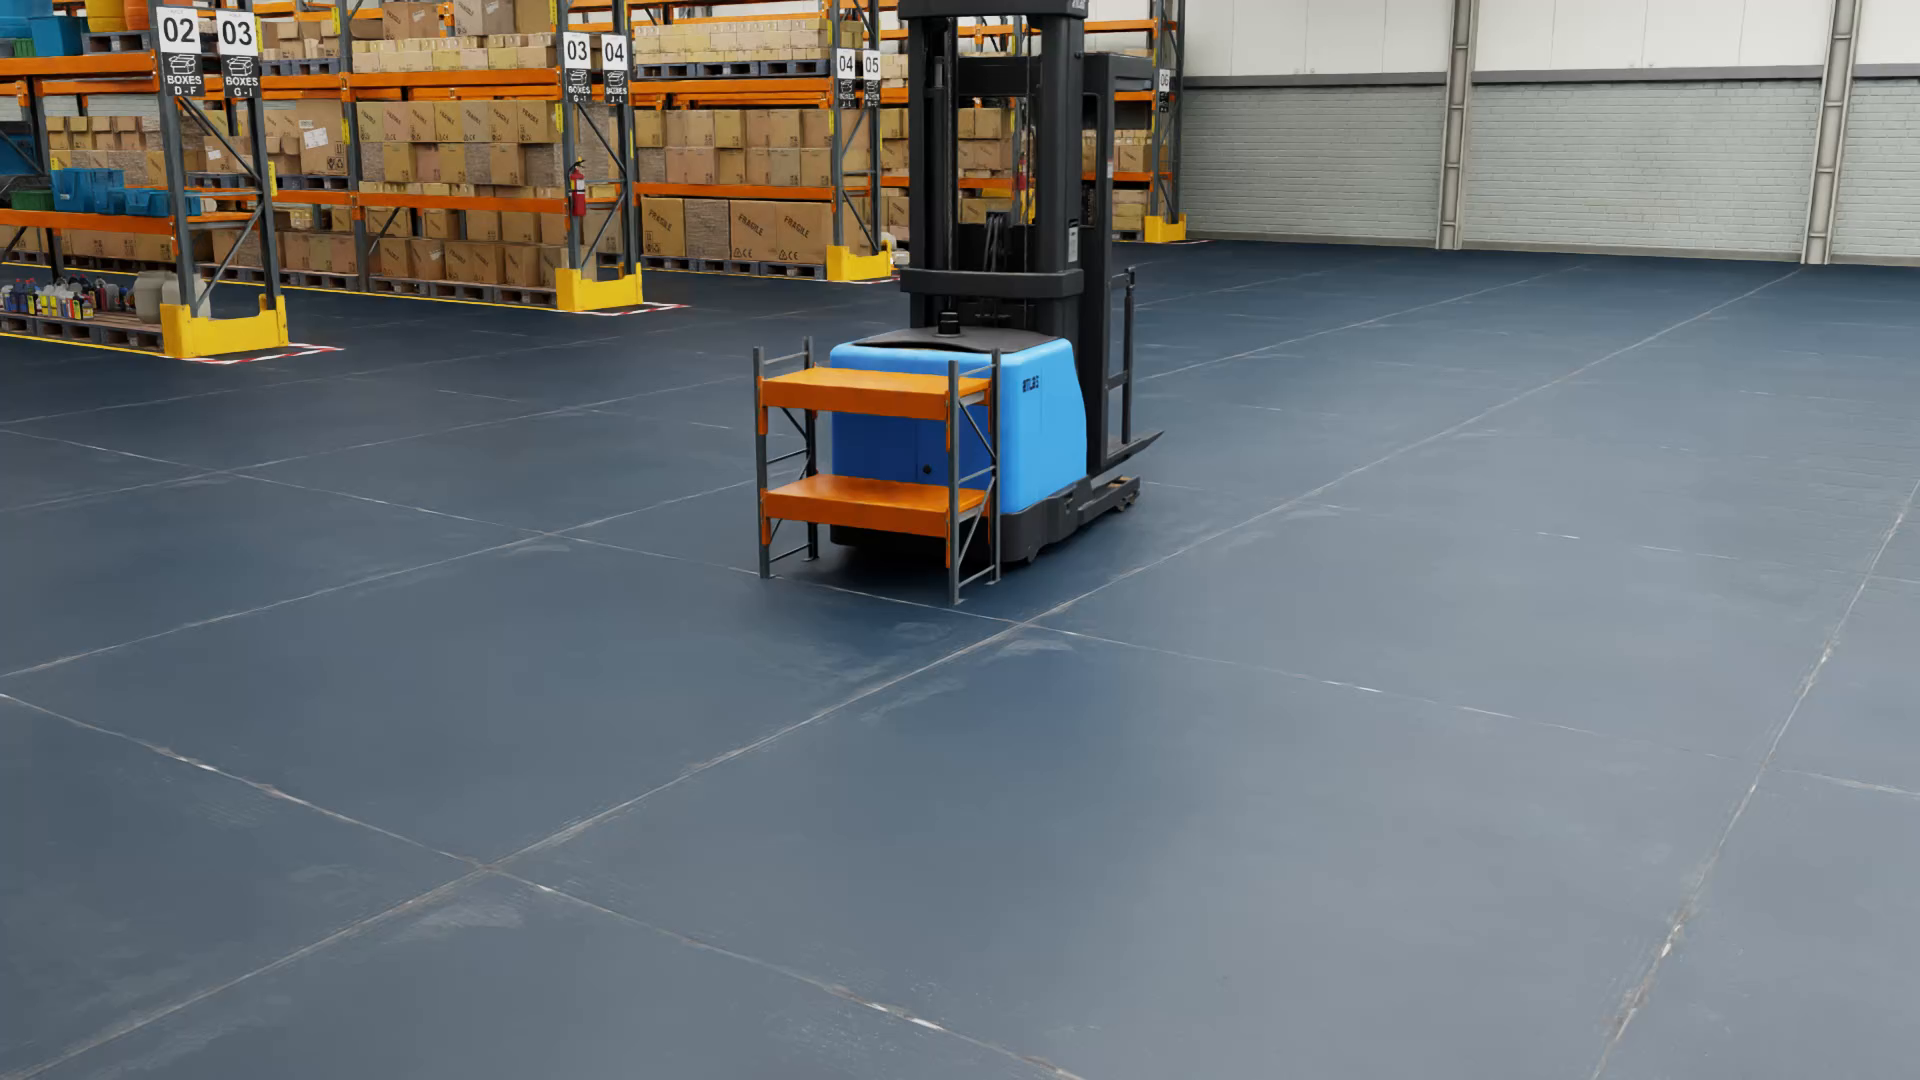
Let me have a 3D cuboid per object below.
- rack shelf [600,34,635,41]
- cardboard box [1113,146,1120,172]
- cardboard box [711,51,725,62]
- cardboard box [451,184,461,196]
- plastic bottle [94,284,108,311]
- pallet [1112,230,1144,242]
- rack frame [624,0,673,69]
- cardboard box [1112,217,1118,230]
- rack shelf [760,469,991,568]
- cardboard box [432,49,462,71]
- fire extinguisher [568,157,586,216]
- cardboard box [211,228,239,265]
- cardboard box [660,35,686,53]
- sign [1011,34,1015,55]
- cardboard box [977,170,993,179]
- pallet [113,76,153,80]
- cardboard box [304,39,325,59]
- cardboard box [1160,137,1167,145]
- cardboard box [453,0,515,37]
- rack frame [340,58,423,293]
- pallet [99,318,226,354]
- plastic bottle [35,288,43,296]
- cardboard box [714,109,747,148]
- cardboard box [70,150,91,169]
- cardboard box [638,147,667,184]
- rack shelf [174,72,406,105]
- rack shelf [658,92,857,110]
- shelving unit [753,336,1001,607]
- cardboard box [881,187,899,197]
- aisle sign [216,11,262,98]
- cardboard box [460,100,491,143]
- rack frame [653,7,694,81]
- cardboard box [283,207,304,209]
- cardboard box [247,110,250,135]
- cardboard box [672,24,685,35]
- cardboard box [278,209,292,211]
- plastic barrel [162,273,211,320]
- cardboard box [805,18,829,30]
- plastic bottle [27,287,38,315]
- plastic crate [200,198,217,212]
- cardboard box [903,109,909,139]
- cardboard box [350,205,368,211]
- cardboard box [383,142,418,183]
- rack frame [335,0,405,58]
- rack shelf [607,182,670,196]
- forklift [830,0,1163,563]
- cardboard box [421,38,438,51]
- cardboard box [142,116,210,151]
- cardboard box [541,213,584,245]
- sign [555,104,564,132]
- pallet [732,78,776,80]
[{"bbox_3d":[-7.656,-11.710,38.904,4.000,0.370,1.077,9,17,33],"label":"rack shelf"},{"bbox_3d":[2.981,-7.405,32.285,0.500,0.500,0.500,10,17,35],"label":"cardboard box"},{"bbox_3d":[-3.430,-7.083,24.391,0.250,0.149,0.380,9,17,34],"label":"cardboard box"},{"bbox_3d":[-6.161,-4.408,20.909,0.250,0.149,0.380,9,17,33],"label":"cardboard box"},{"bbox_3d":[-9.224,-2.607,17.849,0.133,0.283,0.061,9,17,33],"label":"plastic bottle"},{"bbox_3d":[3.303,-6.012,32.669,1.213,0.211,1.003,9,17,33],"label":"pallet"},{"bbox_3d":[-4.804,-8.729,25.358,0.127,3.000,1.000,9,17,33],"label":"rack frame"},{"bbox_3d":[2.987,-6.209,32.511,0.500,0.250,0.500,9,17,33],"label":"cardboard box"},{"bbox_3d":[-0.387,-0.113,7.957,1.000,0.278,0.538,7,15,25],"label":"rack shelf"},{"bbox_3d":[-6.136,-5.905,20.506,0.500,0.250,0.500,9,16,32],"label":"cardboard box"},{"bbox_3d":[-4.499,-4.160,19.547,0.183,0.674,0.296,9,17,33],"label":"fire extinguisher"},{"bbox_3d":[-10.408,-4.292,24.206,0.500,0.500,0.700,8,16,30],"label":"cardboard box"},{"bbox_3d":[-4.135,-7.408,24.875,0.500,0.250,0.500,9,17,32],"label":"cardboard box"},{"bbox_3d":[0.867,-8.059,27.050,0.005,0.325,0.100,9,17,33],"label":"sign"},{"bbox_3d":[0.492,-6.178,28.062,0.250,0.149,0.380,9,16,32],"label":"cardboard box"},{"bbox_3d":[-11.539,-6.818,24.274,1.003,0.211,1.213,10,17,35],"label":"pallet"},{"bbox_3d":[-8.492,-6.542,22.172,0.258,0.266,0.396,10,17,35],"label":"cardboard box"},{"bbox_3d":[3.824,-7.732,32.256,0.250,0.149,0.380,9,16,31],"label":"cardboard box"},{"bbox_3d":[-5.764,-6.354,20.139,0.500,0.500,0.500,9,17,33],"label":"cardboard box"},{"bbox_3d":[-7.656,-4.841,22.138,0.127,3.000,1.000,9,17,33],"label":"rack frame"},{"bbox_3d":[-7.862,-2.075,16.765,1.213,0.211,1.003,9,17,33],"label":"pallet"},{"bbox_3d":[-9.683,-2.514,17.501,0.097,0.271,0.097,0,14,0],"label":"plastic bottle"},{"bbox_3d":[-3.180,-6.138,24.815,0.500,0.550,0.875,9,17,33],"label":"cardboard box"},{"bbox_3d":[-13.220,-5.717,25.467,0.500,0.500,0.500,9,16,32],"label":"cardboard box"},{"bbox_3d":[-4.491,-5.842,25.870,0.550,0.550,0.875,9,17,33],"label":"cardboard box"},{"bbox_3d":[-9.316,-6.216,22.948,4.000,0.370,1.077,9,17,33],"label":"rack shelf"},{"bbox_3d":[-3.785,-8.192,30.930,4.000,0.370,1.077,9,17,33],"label":"rack shelf"},{"bbox_3d":[-0.387,-0.351,7.898,1.048,1.125,0.538,7,15,25],"label":"shelving unit"},{"bbox_3d":[-1.289,-6.135,29.302,0.250,0.149,0.380,10,17,35],"label":"cardboard box"},{"bbox_3d":[-6.878,-4.628,15.866,0.004,0.787,0.394,9,17,33],"label":"aisle sign"},{"bbox_3d":[-5.763,-5.141,20.441,0.500,0.500,0.500,9,17,33],"label":"cardboard box"},{"bbox_3d":[-5.444,-10.266,31.566,0.127,3.000,1.000,9,17,33],"label":"rack frame"},{"bbox_3d":[-12.712,-6.260,31.689,0.250,0.149,0.380,8,16,31],"label":"cardboard box"},{"bbox_3d":[-12.832,-7.717,30.846,0.500,0.500,0.500,10,17,34],"label":"cardboard box"},{"bbox_3d":[-4.059,-7.572,24.707,0.250,0.149,0.380,9,16,32],"label":"cardboard box"},{"bbox_3d":[-12.499,-6.103,31.055,0.250,0.149,0.380,10,17,35],"label":"cardboard box"},{"bbox_3d":[-7.690,-2.387,16.525,0.421,0.512,0.421,0,14,0],"label":"plastic barrel"},{"bbox_3d":[-1.954,-7.231,23.332,0.250,0.149,0.380,9,17,33],"label":"cardboard box"},{"bbox_3d":[-9.712,-2.502,17.426,0.133,0.283,0.061,10,17,35],"label":"plastic bottle"},{"bbox_3d":[-7.664,-3.374,16.758,0.250,0.136,0.298,9,17,33],"label":"plastic crate"},{"bbox_3d":[-0.585,-7.196,28.742,0.500,0.500,0.700,9,17,32],"label":"cardboard box"},{"bbox_3d":[-10.533,-6.021,29.673,0.500,0.250,0.500,10,17,34],"label":"cardboard box"},{"bbox_3d":[-6.922,-4.888,21.498,0.500,0.500,0.875,9,17,33],"label":"cardboard box"},{"bbox_3d":[-7.656,-7.753,21.417,0.127,3.000,1.000,9,17,33],"label":"rack frame"},{"bbox_3d":[-6.464,-5.736,27.249,4.000,0.370,1.077,9,17,33],"label":"rack shelf"},{"bbox_3d":[0.396,-1.619,9.262,1.130,2.935,3.031,6,15,23],"label":"forklift"},{"bbox_3d":[-6.455,-6.146,20.647,0.250,0.149,0.380,9,16,32],"label":"cardboard box"},{"bbox_3d":[-11.573,-6.015,24.582,0.637,0.503,0.797,10,17,35],"label":"cardboard box"},{"bbox_3d":[-6.168,-5.124,27.088,0.750,0.750,1.050,9,17,33],"label":"cardboard box"},{"bbox_3d":[-4.663,-4.912,19.358,0.005,0.325,0.100,9,17,33],"label":"sign"},{"bbox_3d":[-3.440,-8.425,30.762,1.003,0.211,1.213,9,17,33],"label":"pallet"}]
